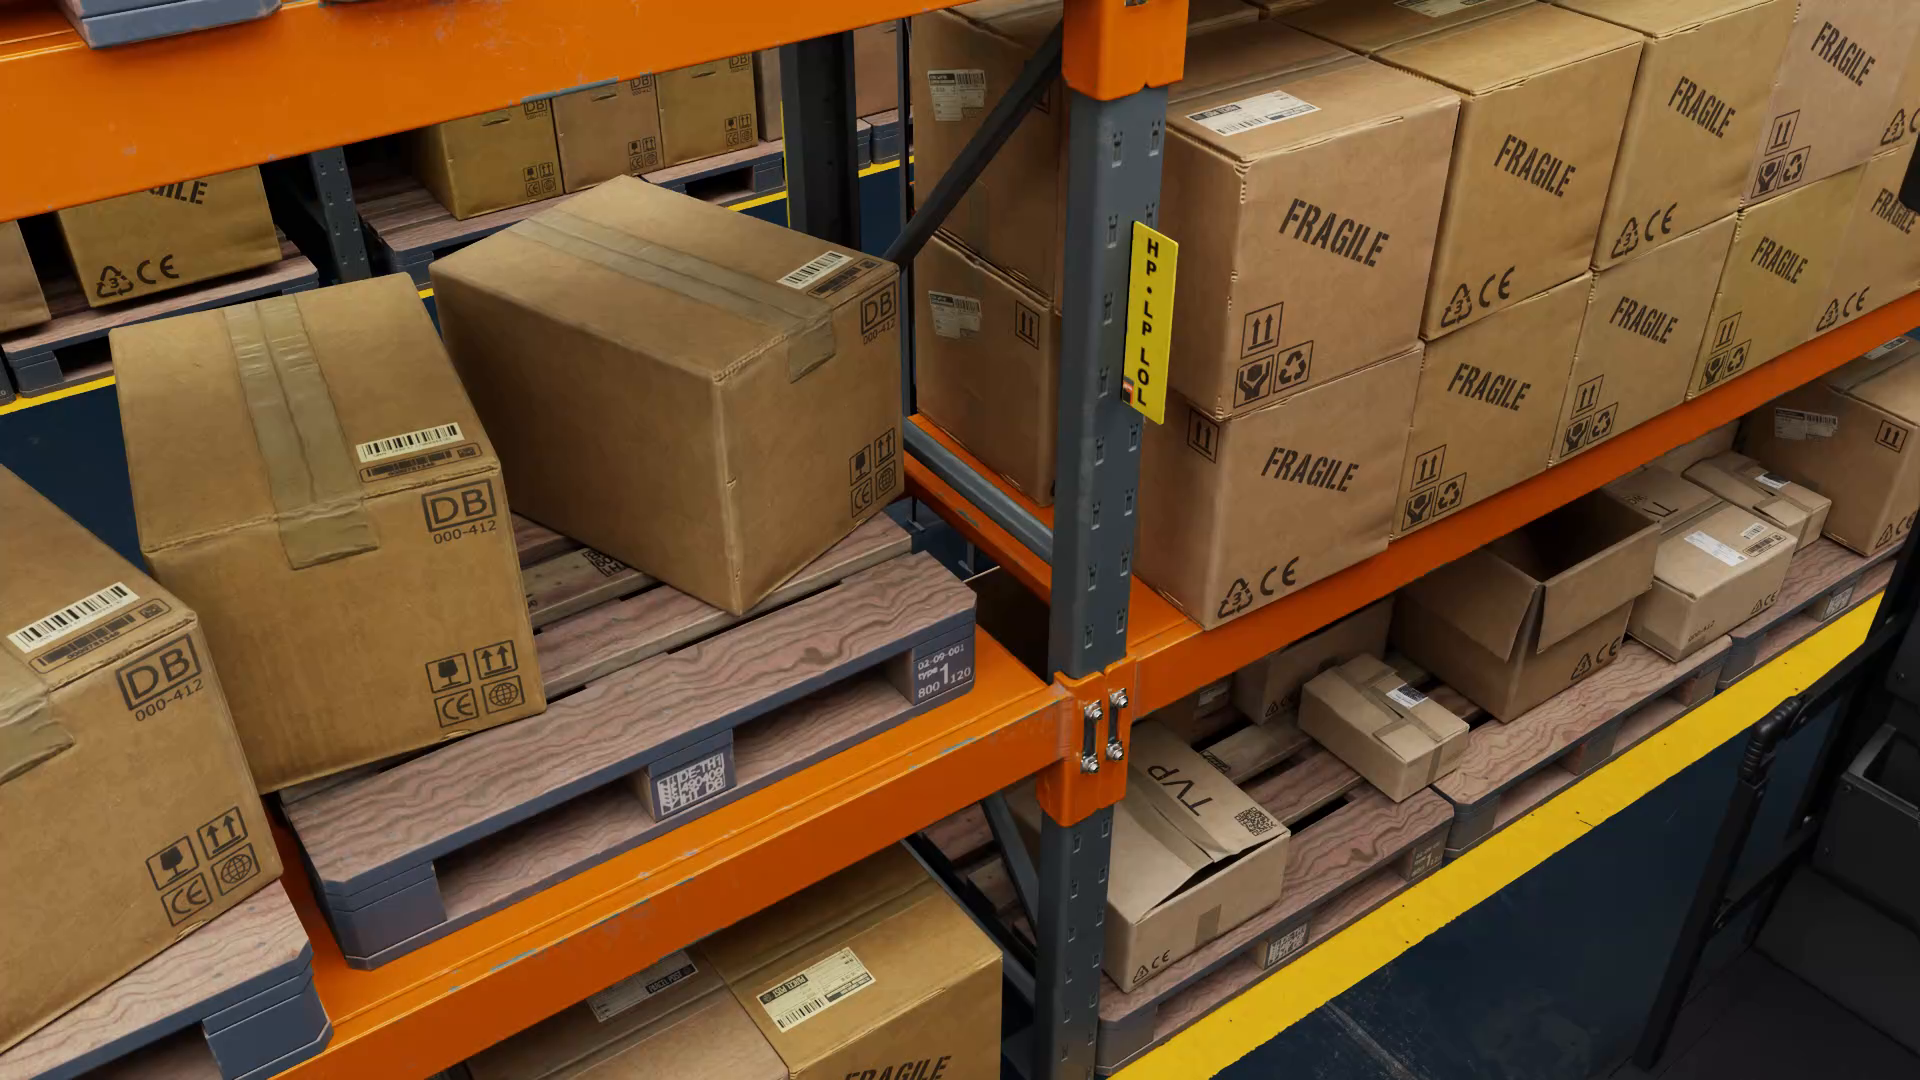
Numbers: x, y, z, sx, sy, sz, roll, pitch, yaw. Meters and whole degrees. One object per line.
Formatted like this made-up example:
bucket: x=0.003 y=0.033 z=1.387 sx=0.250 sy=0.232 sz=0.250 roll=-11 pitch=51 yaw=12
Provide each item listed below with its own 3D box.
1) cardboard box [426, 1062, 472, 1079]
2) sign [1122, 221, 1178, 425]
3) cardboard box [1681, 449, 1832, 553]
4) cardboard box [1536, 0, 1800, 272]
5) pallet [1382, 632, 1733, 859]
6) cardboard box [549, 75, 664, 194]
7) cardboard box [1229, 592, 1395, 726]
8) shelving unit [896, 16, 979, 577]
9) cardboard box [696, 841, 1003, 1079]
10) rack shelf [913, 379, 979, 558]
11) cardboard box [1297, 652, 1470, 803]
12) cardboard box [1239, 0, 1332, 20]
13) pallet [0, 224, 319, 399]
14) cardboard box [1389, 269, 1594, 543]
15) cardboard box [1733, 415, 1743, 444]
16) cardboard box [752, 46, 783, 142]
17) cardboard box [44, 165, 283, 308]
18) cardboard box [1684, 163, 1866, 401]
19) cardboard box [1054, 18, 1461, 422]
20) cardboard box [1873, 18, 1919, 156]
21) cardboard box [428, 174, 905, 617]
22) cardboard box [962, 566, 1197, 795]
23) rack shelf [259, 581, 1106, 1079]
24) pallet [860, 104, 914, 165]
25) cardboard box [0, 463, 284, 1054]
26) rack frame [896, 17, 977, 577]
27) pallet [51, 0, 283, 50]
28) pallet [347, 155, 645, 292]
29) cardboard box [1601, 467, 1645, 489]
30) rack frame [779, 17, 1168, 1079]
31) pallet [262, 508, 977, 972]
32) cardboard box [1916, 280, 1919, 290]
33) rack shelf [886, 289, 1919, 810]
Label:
cardboard box: x=-1.077 y=1.332 z=3.093 sx=0.500 sy=0.500 sz=0.500 roll=-22 pitch=41 yaw=-27
sign: x=0.303 y=-0.344 z=2.668 sx=0.005 sy=0.325 sz=0.100 roll=-22 pitch=41 yaw=-28
cardboard box: x=2.565 y=-0.118 z=5.395 sx=0.250 sy=0.166 sz=0.380 roll=-22 pitch=41 yaw=-28
cardboard box: x=1.370 y=-0.955 z=3.567 sx=0.500 sy=0.500 sz=0.500 roll=-24 pitch=42 yaw=-29
pallet: x=1.541 y=0.351 z=5.081 sx=1.213 sy=0.211 sz=1.003 roll=-22 pitch=41 yaw=-28
cardboard box: x=-1.793 y=-2.027 z=7.780 sx=0.500 sy=0.500 sz=0.700 roll=-23 pitch=42 yaw=-28
cardboard box: x=0.896 y=0.196 z=4.835 sx=0.500 sy=0.311 sz=0.500 roll=-22 pitch=41 yaw=-28
shelving unit: x=0.135 y=-0.908 z=5.214 sx=0.503 sy=2.100 sz=0.431 roll=-22 pitch=41 yaw=-28
cardboard box: x=-0.258 y=1.001 z=3.553 sx=0.500 sy=0.500 sz=0.500 roll=-23 pitch=41 yaw=-28
rack shelf: x=0.135 y=-0.329 z=5.631 sx=0.480 sy=0.518 sz=0.431 roll=-22 pitch=41 yaw=-28
cardboard box: x=1.150 y=0.500 z=4.536 sx=0.250 sy=0.166 sz=0.380 roll=-22 pitch=41 yaw=-28
cardboard box: x=0.662 y=-1.052 z=3.701 sx=0.500 sy=0.500 sz=0.500 roll=-23 pitch=42 yaw=-29
pallet: x=-3.464 y=-1.073 z=7.062 sx=1.213 sy=0.211 sz=1.003 roll=-22 pitch=41 yaw=-28
cardboard box: x=0.971 y=-0.394 z=3.643 sx=0.500 sy=0.500 sz=0.500 roll=-22 pitch=41 yaw=-27
cardboard box: x=2.506 y=-0.451 z=5.858 sx=0.250 sy=0.166 sz=0.380 roll=-22 pitch=41 yaw=-28
cardboard box: x=-0.941 y=-2.381 z=8.273 sx=0.500 sy=0.500 sz=0.700 roll=-24 pitch=42 yaw=-29
cardboard box: x=-3.333 y=-1.518 z=6.773 sx=0.750 sy=0.750 sz=0.750 roll=-22 pitch=41 yaw=-27
cardboard box: x=1.796 y=-0.733 z=4.114 sx=0.500 sy=0.500 sz=0.500 roll=-23 pitch=42 yaw=-28
cardboard box: x=0.528 y=-0.609 z=3.085 sx=0.500 sy=0.500 sz=0.500 roll=-21 pitch=41 yaw=-27
cardboard box: x=2.211 y=-1.302 z=4.049 sx=0.500 sy=0.500 sz=0.500 roll=-21 pitch=41 yaw=-27
cardboard box: x=-0.536 y=-0.296 z=3.148 sx=0.700 sy=0.500 sz=0.500 roll=22 pitch=41 yaw=28
cardboard box: x=0.283 y=0.371 z=4.429 sx=0.500 sy=0.500 sz=0.500 roll=-22 pitch=41 yaw=-28
rack shelf: x=-1.654 y=0.827 z=2.647 sx=4.000 sy=0.370 sz=1.077 roll=-22 pitch=41 yaw=-28
pallet: x=-0.215 y=-2.408 z=8.917 sx=1.213 sy=0.211 sz=1.003 roll=-22 pitch=41 yaw=-28
cardboard box: x=-1.428 y=0.275 z=2.354 sx=0.700 sy=0.500 sz=0.500 roll=26 pitch=43 yaw=32
rack frame: x=-0.064 y=-0.826 z=5.100 sx=0.015 sy=2.100 sz=0.400 roll=-22 pitch=41 yaw=-28
pallet: x=-1.439 y=-0.743 z=1.806 sx=1.003 sy=0.211 sz=1.213 roll=-22 pitch=41 yaw=-28
pallet: x=-2.210 y=-1.587 z=7.776 sx=1.213 sy=0.211 sz=1.003 roll=-22 pitch=41 yaw=-28
cardboard box: x=1.825 y=-0.162 z=5.384 sx=0.500 sy=0.250 sz=0.500 roll=-22 pitch=41 yaw=-28
rack frame: x=-0.019 y=-0.138 z=3.373 sx=0.127 sy=3.000 sz=1.000 roll=-22 pitch=41 yaw=-28
pallet: x=-0.736 y=0.157 z=3.128 sx=1.213 sy=0.211 sz=1.003 roll=-22 pitch=41 yaw=-28
cardboard box: x=2.619 y=-1.067 z=4.579 sx=0.500 sy=0.500 sz=0.500 roll=-22 pitch=41 yaw=-28
rack shelf: x=1.615 y=-0.519 z=4.518 sx=4.000 sy=0.370 sz=1.077 roll=-22 pitch=41 yaw=-28
